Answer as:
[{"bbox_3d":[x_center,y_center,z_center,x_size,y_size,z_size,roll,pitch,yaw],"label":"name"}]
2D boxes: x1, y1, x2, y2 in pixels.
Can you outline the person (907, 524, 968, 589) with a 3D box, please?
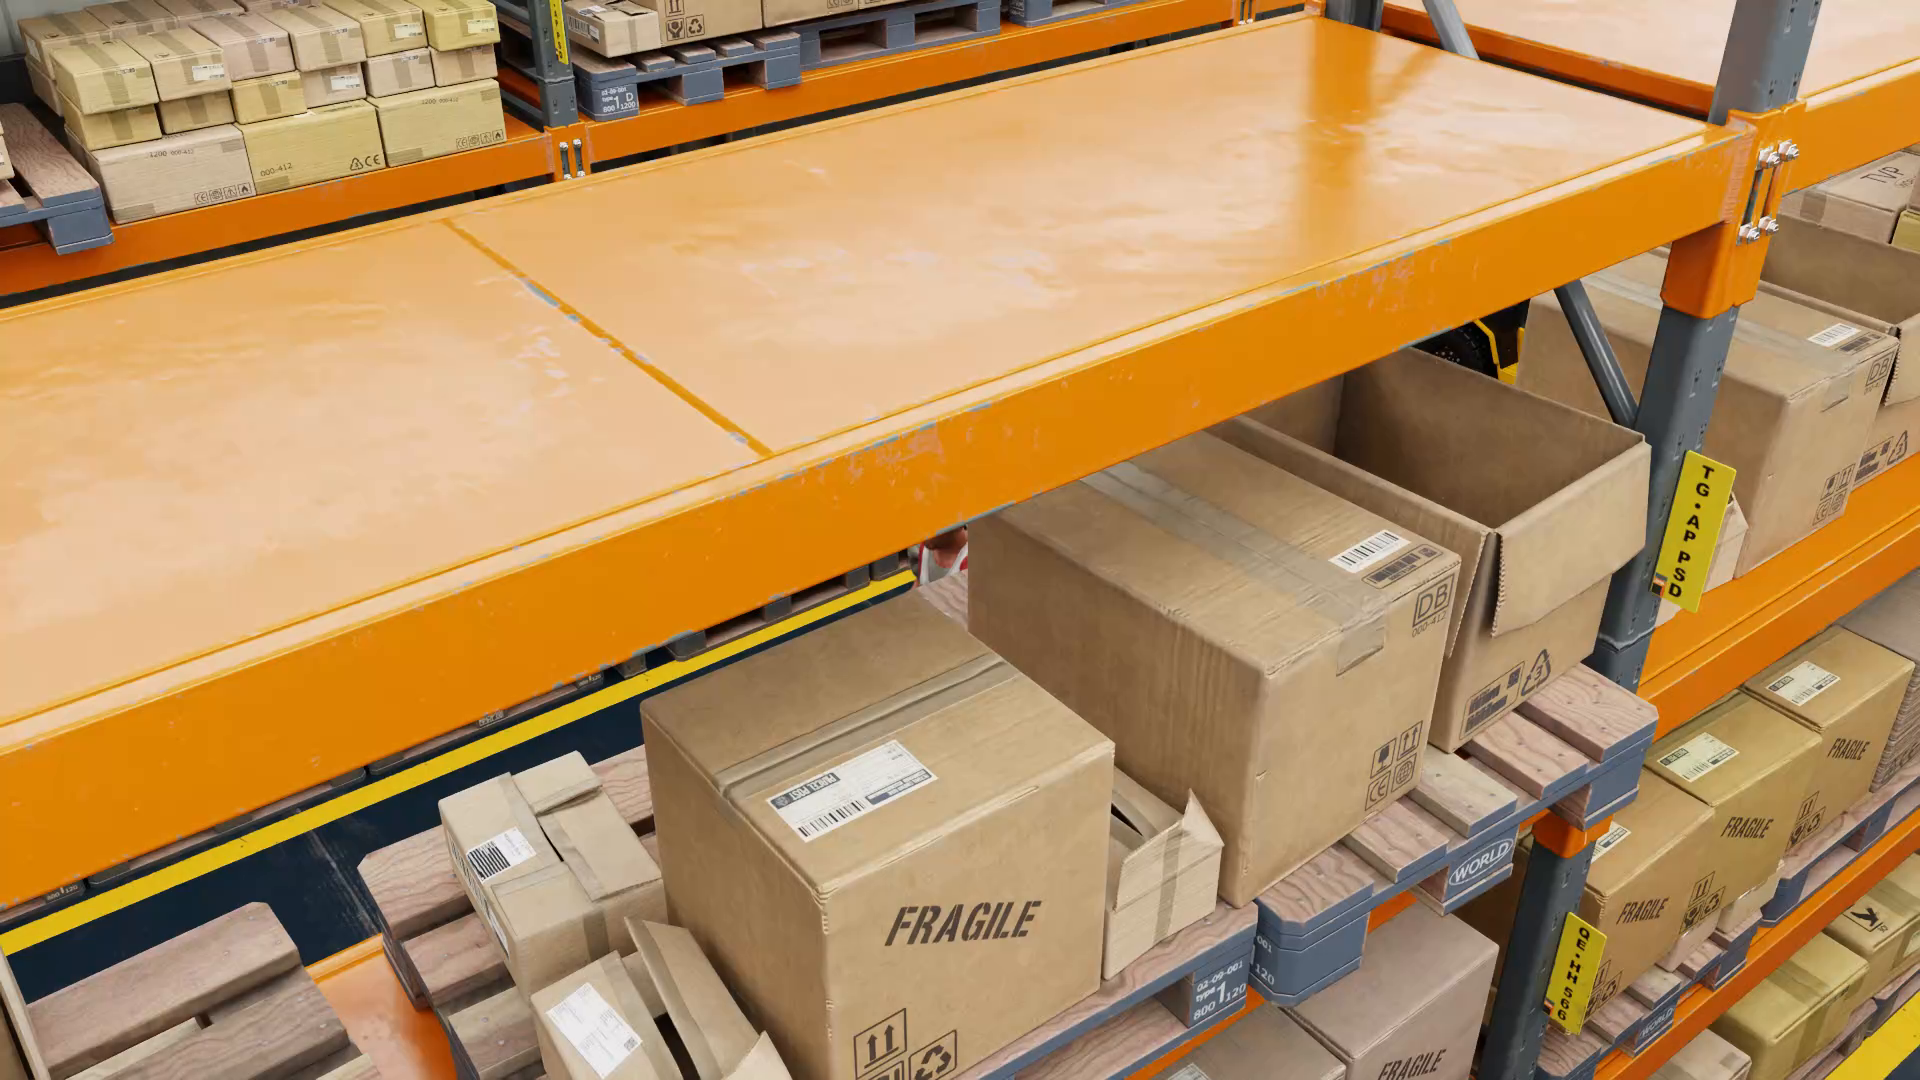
[{"bbox_3d":[-0.039,0.499,6.983,0.449,1.778,0.595,-24,39,-33],"label":"person"}]
